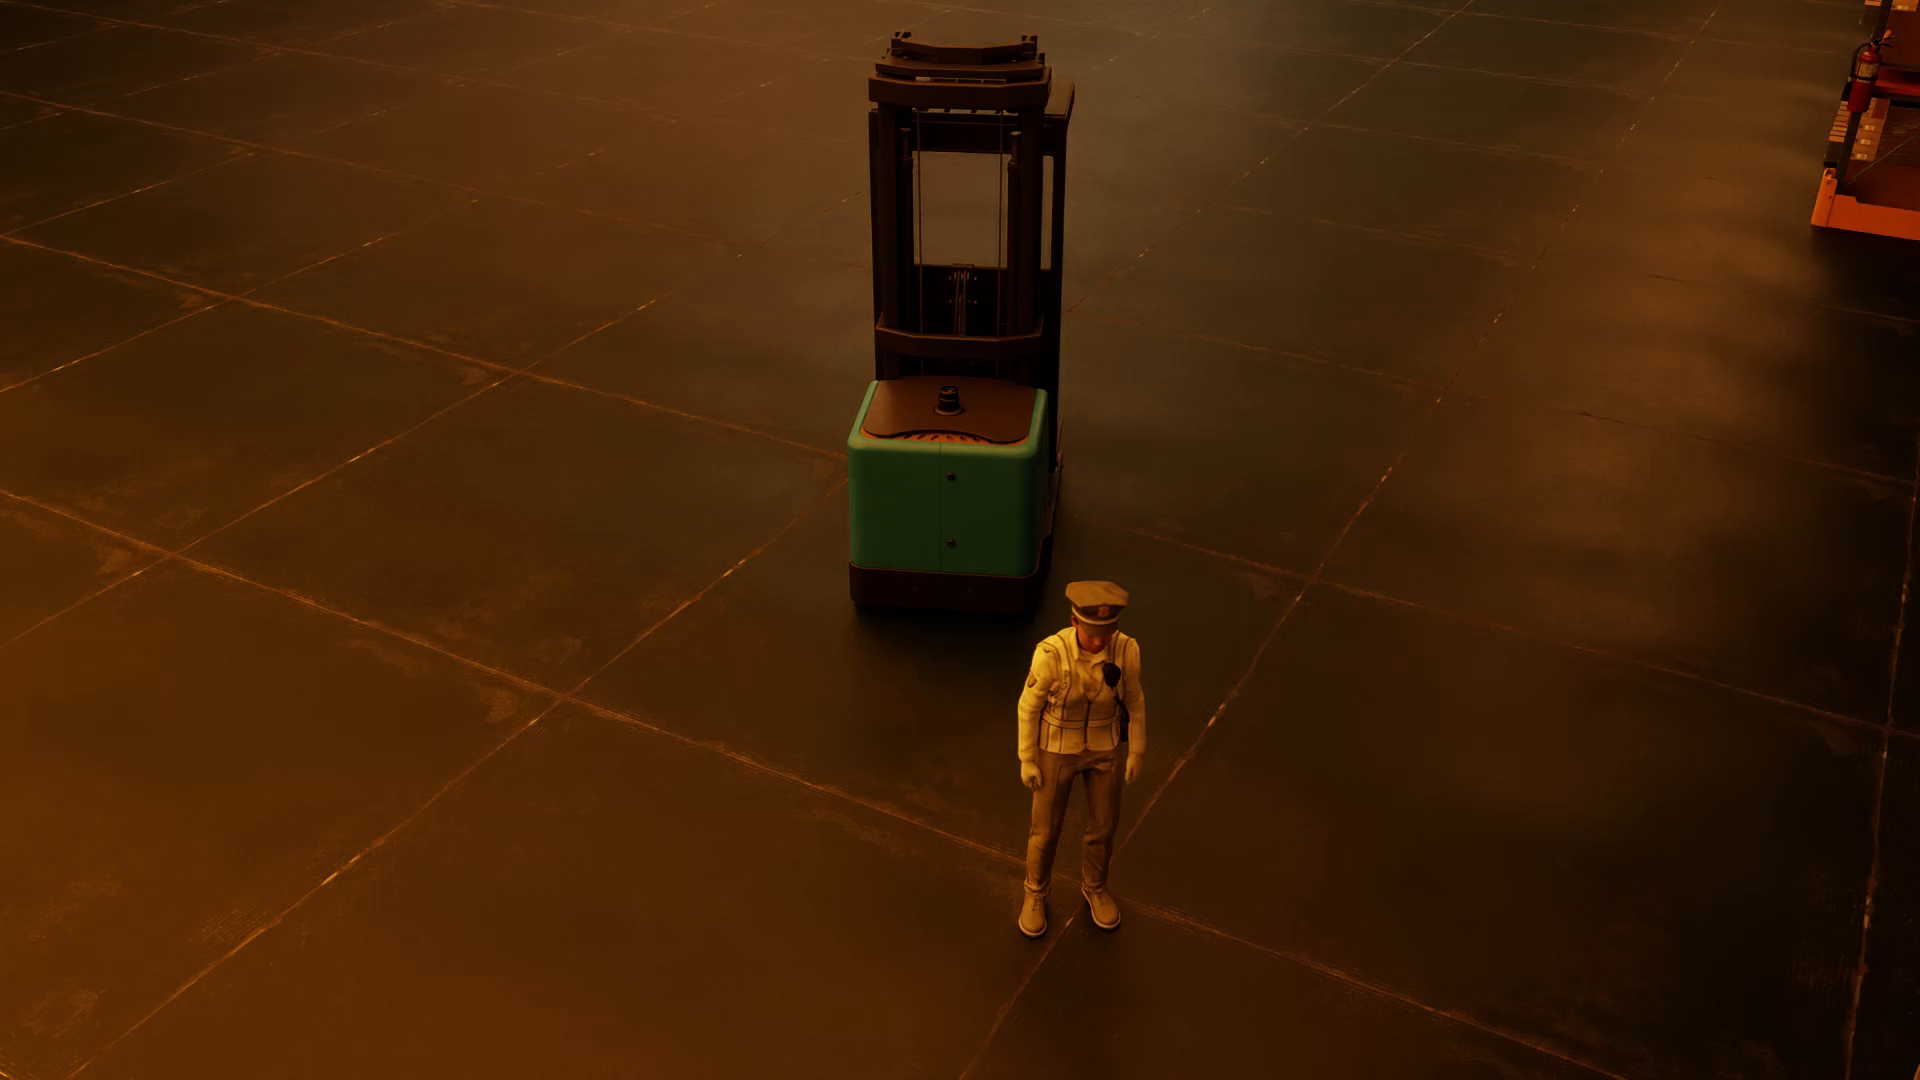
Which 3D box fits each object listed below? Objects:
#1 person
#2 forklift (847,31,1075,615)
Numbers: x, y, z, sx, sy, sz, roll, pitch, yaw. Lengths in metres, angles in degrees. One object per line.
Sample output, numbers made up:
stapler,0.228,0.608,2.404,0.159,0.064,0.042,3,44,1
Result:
person,0.498,0.880,6.815,0.529,1.664,0.375,-4,30,-6
forklift,0.072,-1.572,9.794,1.130,2.935,3.031,3,30,6
